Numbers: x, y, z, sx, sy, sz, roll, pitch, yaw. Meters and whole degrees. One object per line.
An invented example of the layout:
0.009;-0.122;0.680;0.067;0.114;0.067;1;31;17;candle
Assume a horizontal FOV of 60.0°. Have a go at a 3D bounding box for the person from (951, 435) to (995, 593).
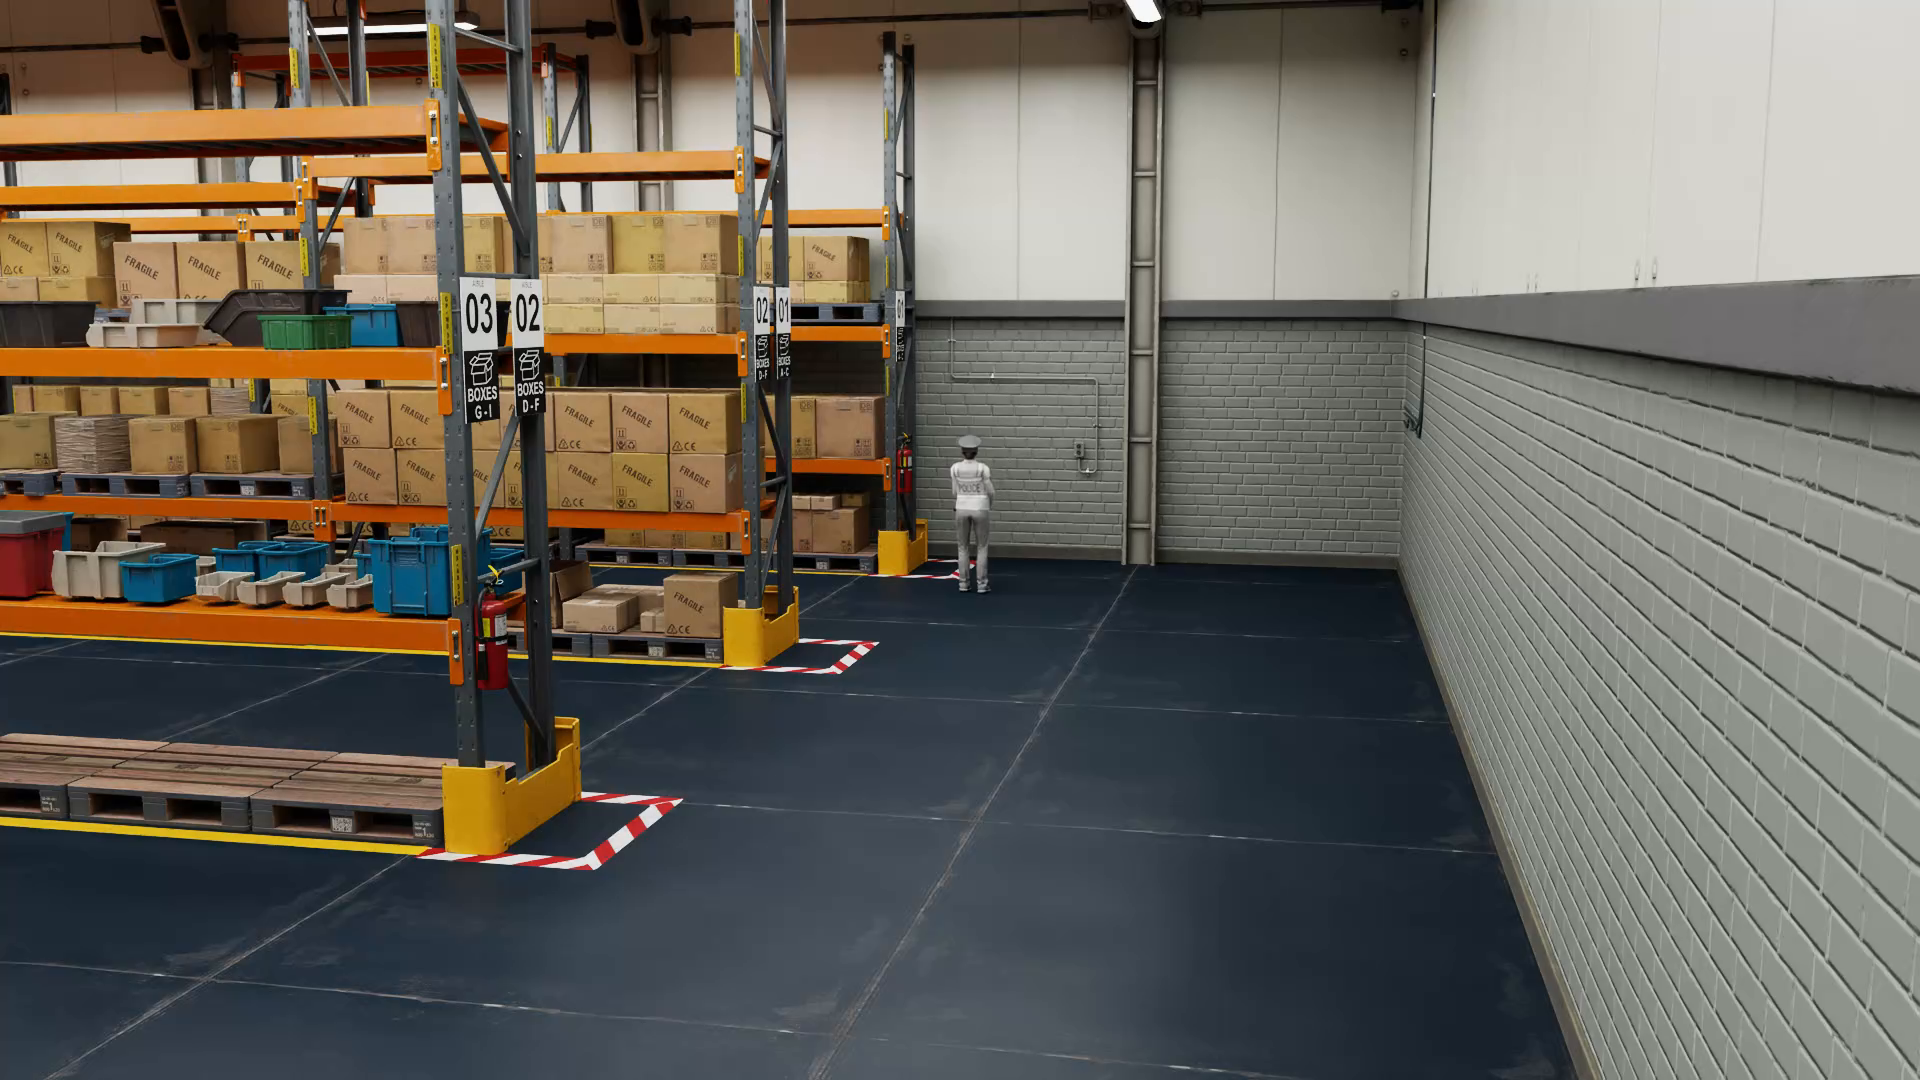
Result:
0.148;-0.285;17.754;0.459;1.687;0.553;2;8;12;person
